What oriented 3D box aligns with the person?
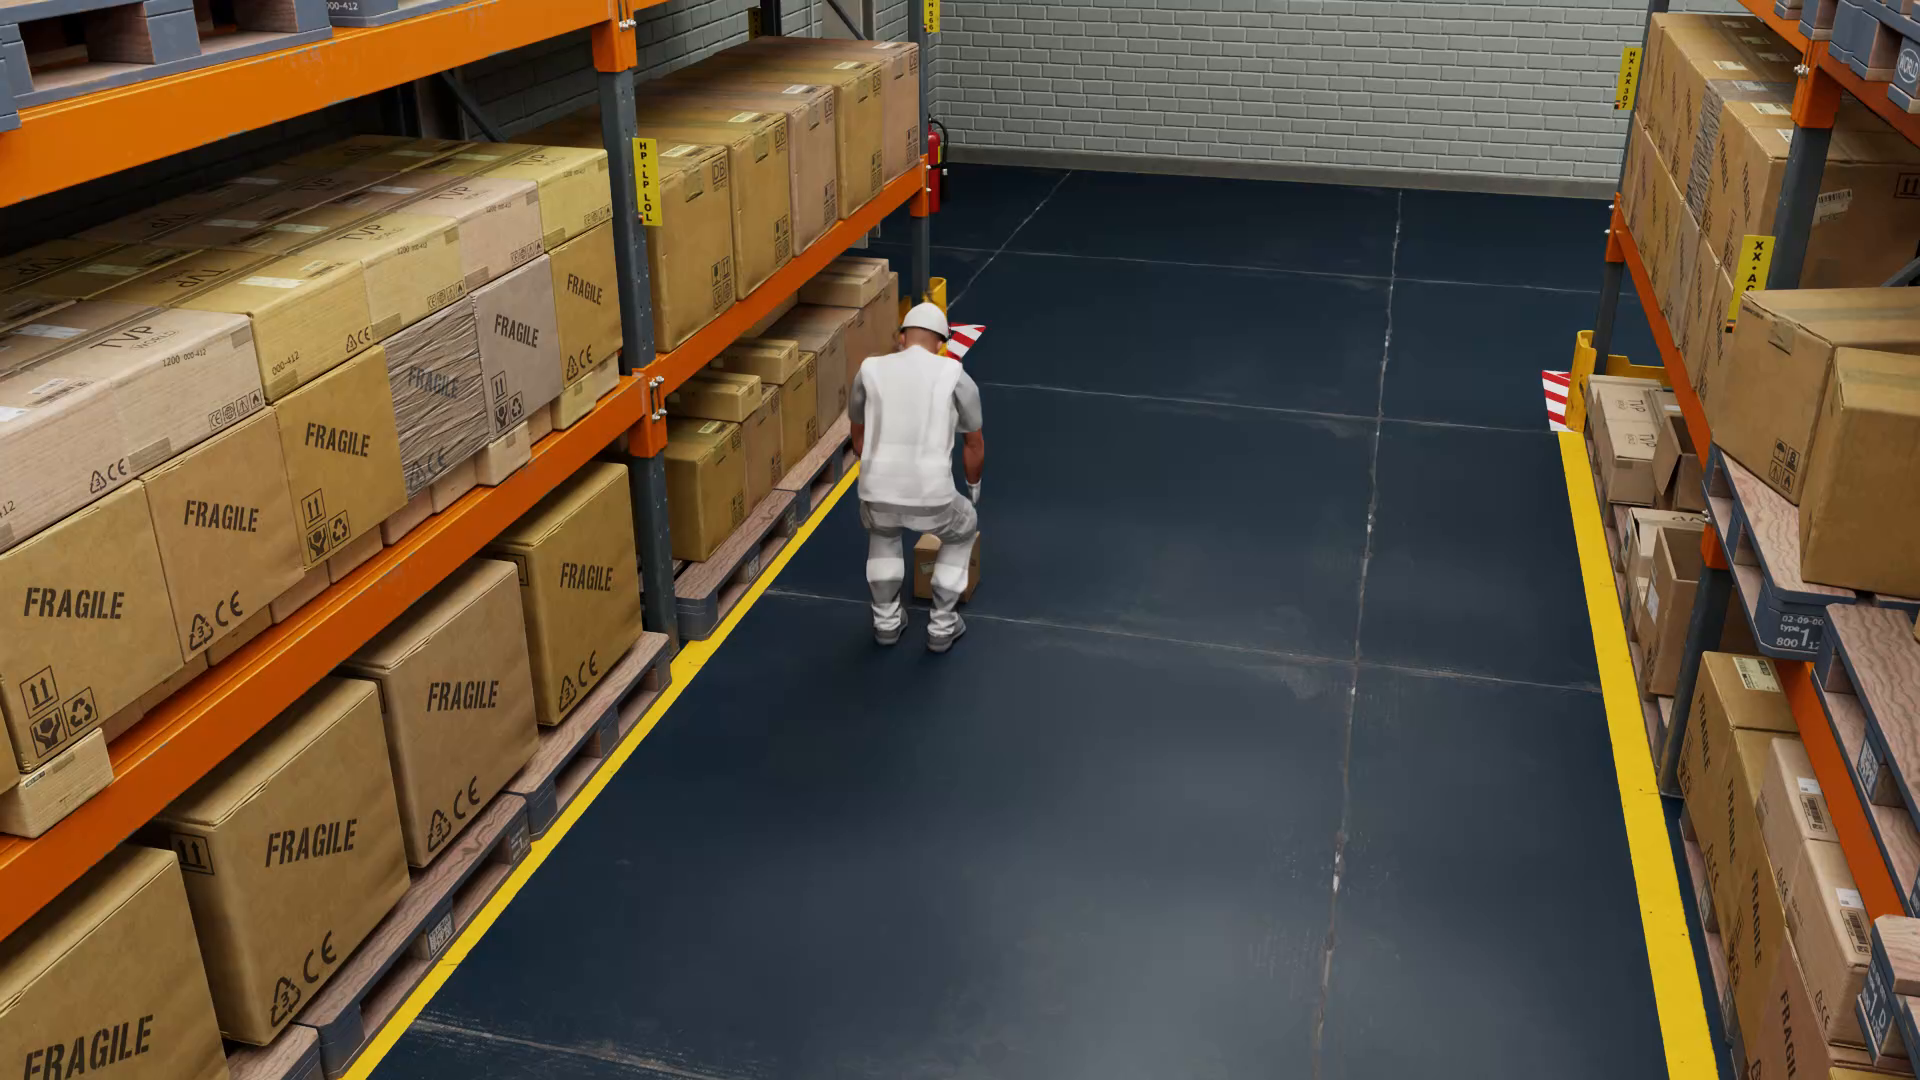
[{"bbox_3d":[-0.206,-0.253,7.065,0.584,1.412,0.766,6,26,13],"label":"person"}]
